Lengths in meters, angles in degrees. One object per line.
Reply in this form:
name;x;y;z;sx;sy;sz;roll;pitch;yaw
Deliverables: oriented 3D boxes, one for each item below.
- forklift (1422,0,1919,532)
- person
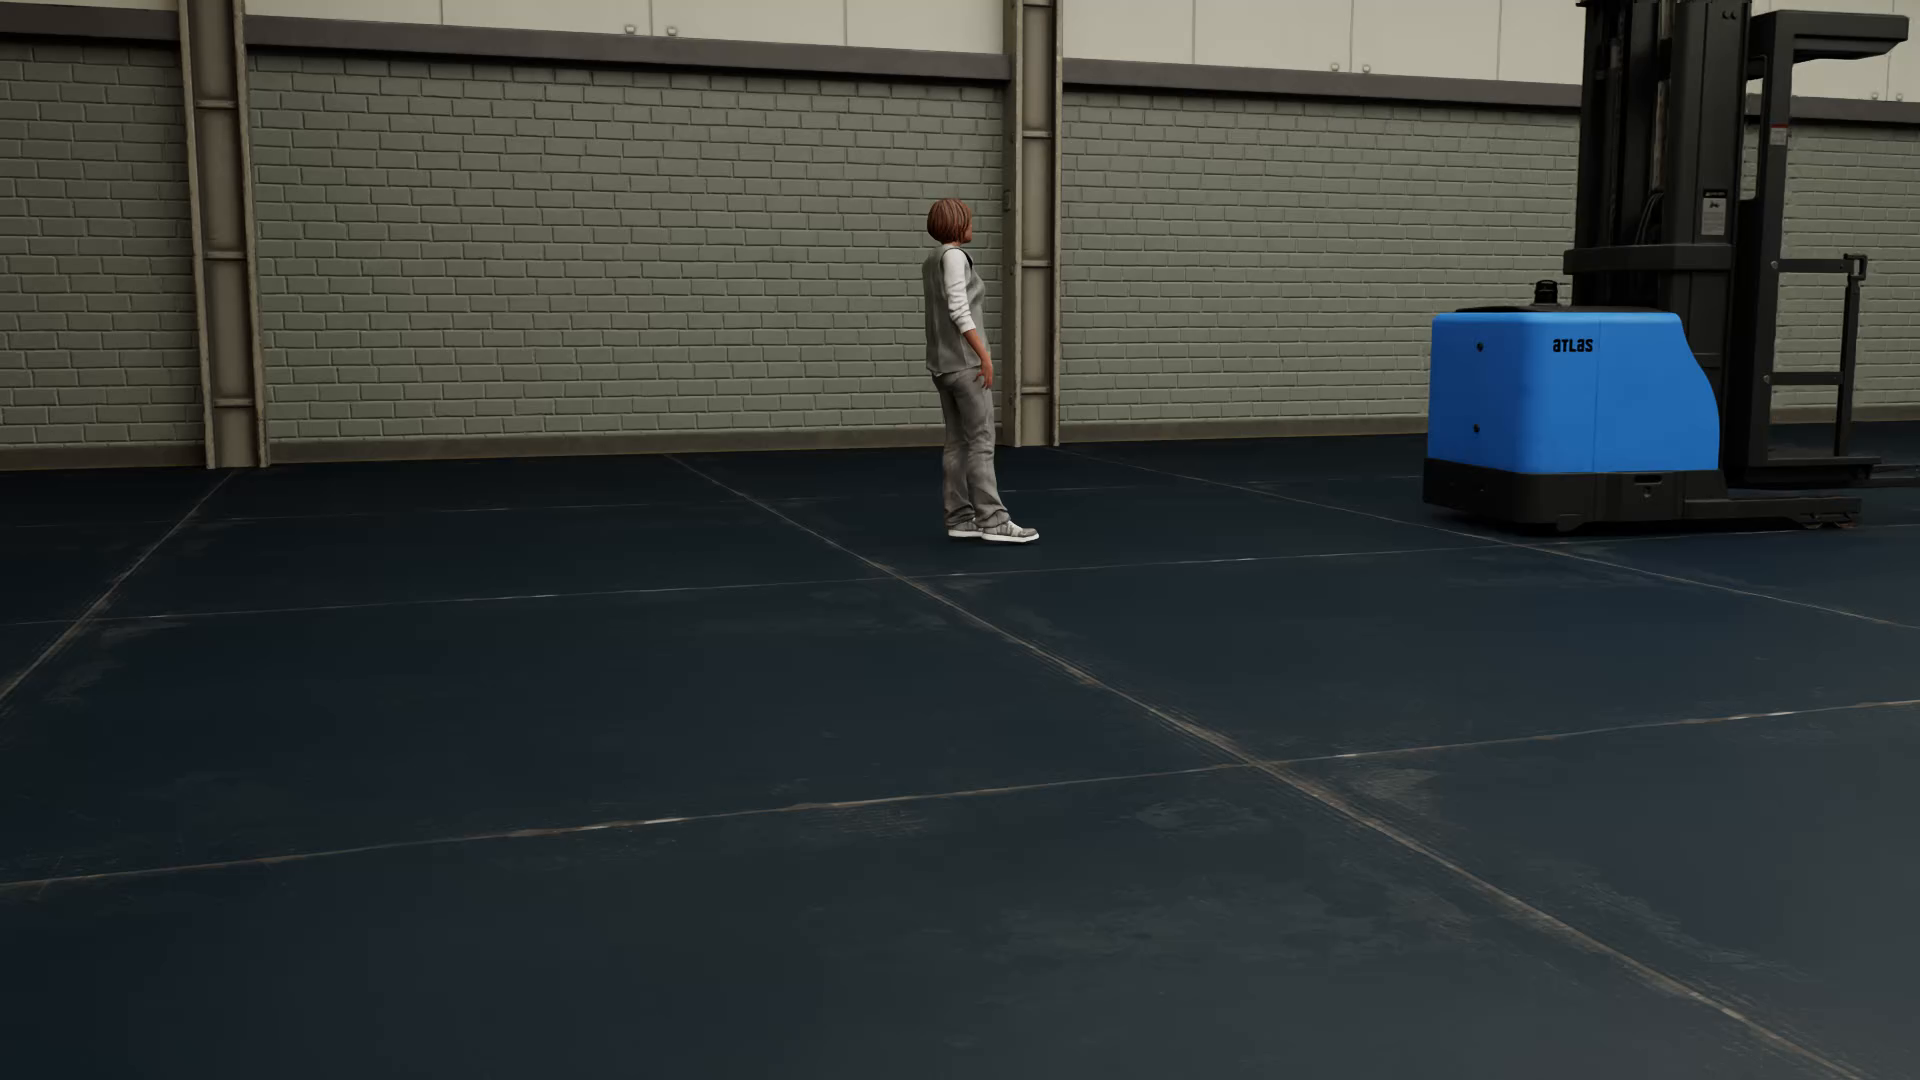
forklift;4.042;-1.571;8.596;3.031;2.935;1.130;-2;8;-13
person;0.074;-0.789;7.827;0.475;1.574;0.520;-3;8;-18
